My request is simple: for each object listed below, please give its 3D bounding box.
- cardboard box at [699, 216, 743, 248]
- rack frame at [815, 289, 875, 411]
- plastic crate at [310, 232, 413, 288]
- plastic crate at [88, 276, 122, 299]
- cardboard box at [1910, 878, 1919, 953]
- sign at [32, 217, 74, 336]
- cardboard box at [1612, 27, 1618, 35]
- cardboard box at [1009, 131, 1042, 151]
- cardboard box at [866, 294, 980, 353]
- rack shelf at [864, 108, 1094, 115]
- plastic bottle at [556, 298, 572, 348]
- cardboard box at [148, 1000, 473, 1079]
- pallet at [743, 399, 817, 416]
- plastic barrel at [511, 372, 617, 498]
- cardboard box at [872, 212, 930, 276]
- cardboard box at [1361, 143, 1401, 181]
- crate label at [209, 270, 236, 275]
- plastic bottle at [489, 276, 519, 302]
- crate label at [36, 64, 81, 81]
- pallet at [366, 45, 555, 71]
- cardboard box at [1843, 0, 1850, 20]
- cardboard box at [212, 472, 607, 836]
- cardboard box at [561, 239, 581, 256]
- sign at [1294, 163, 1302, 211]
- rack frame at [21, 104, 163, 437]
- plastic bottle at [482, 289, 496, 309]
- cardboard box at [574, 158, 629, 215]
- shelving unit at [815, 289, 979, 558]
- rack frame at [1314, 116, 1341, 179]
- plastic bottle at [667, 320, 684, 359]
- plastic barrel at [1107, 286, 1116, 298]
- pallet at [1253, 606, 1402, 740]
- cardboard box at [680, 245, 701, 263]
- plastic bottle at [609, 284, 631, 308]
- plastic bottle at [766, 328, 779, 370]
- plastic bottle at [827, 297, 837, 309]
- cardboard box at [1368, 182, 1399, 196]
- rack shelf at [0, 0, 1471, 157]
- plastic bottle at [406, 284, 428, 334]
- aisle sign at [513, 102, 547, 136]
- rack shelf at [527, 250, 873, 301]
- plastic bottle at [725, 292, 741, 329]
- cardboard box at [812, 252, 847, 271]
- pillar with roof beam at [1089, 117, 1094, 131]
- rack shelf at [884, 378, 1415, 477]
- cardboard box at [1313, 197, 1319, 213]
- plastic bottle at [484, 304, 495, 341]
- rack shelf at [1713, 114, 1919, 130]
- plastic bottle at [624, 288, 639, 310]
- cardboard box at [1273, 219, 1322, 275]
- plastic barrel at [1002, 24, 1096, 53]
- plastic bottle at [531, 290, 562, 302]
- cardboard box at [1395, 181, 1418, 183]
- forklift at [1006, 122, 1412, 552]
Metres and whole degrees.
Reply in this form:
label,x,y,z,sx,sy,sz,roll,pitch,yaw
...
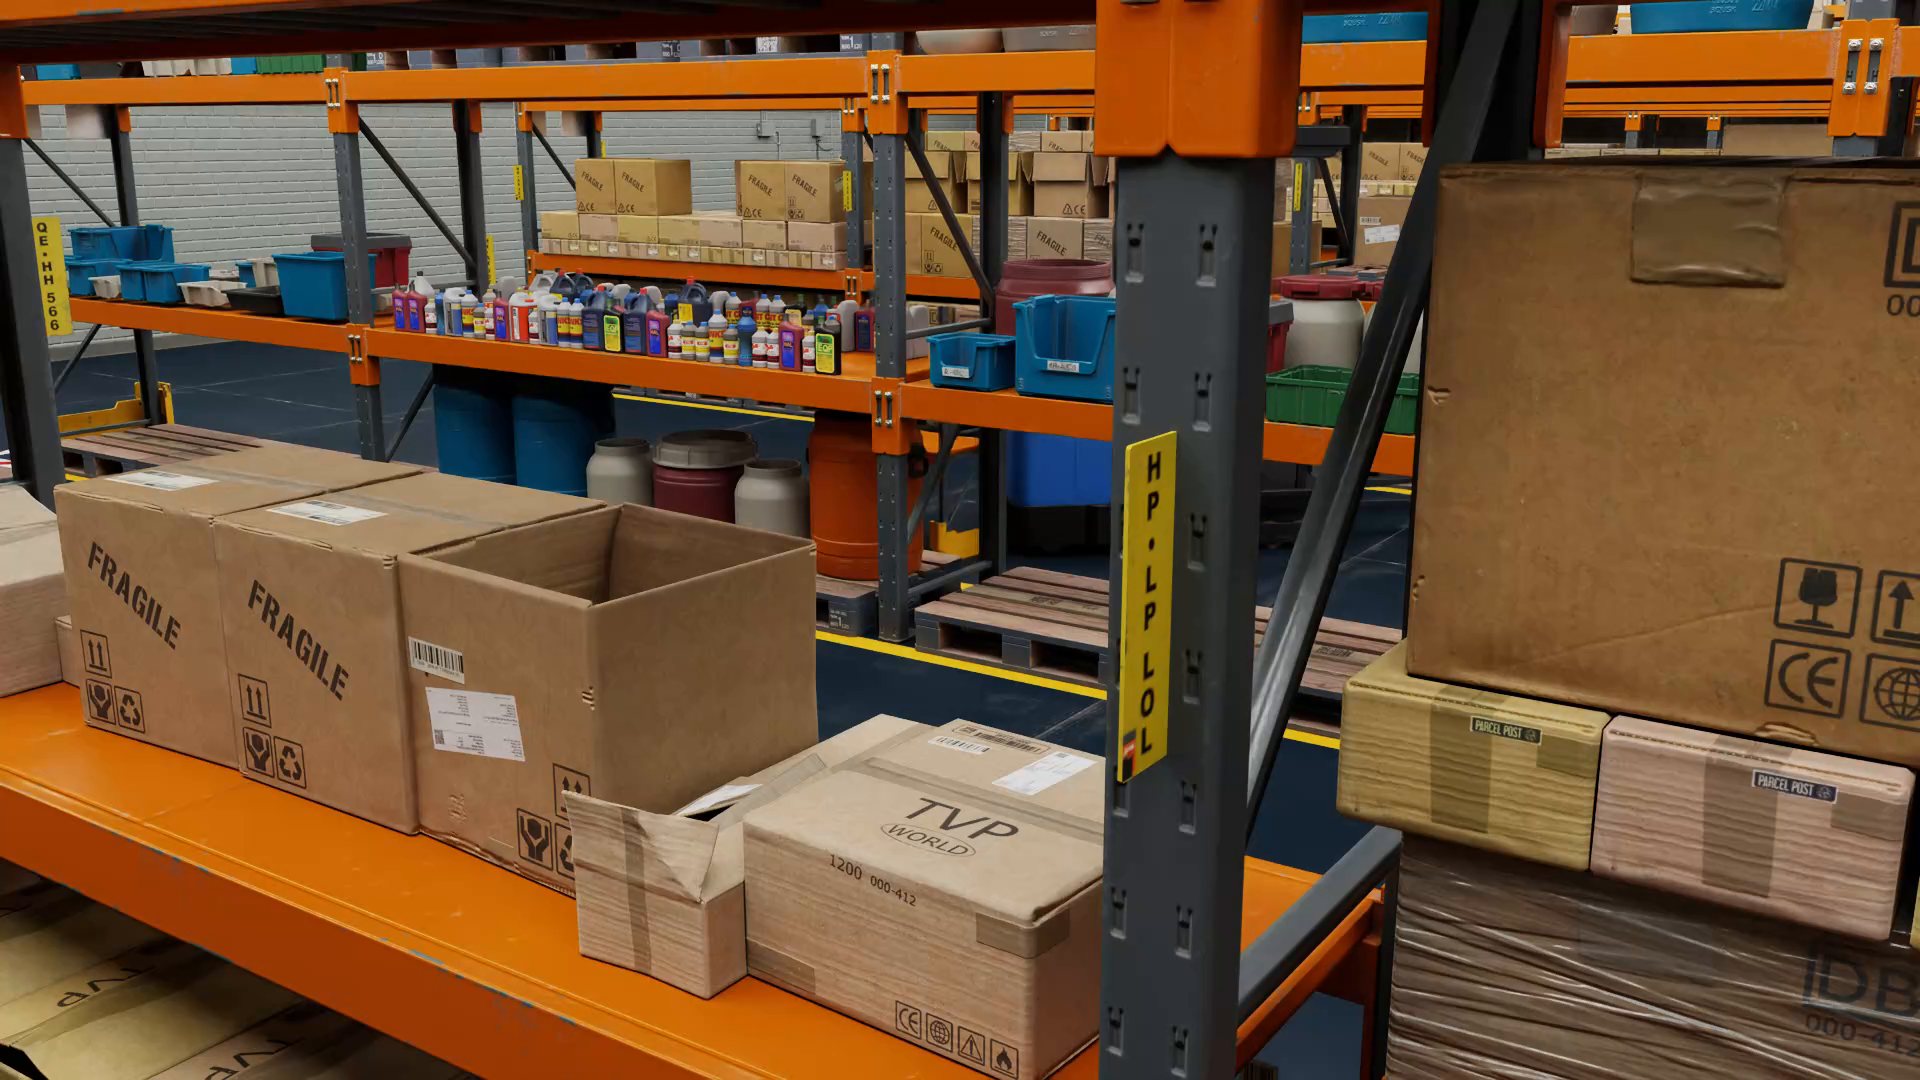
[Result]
label,x,y,z,sx,sy,sz,roll,pitch,yaw
cardboard box,-2.000,-2.786,15.027,0.500,0.250,0.500,10,17,34
rack frame,-0.705,-0.800,10.433,0.032,1.500,0.500,12,18,40
plastic crate,-3.997,-1.812,11.143,0.583,0.464,0.402,9,17,33
plastic crate,-5.912,-1.771,11.657,0.298,0.136,0.250,9,17,33
cardboard box,1.012,0.257,1.485,0.250,0.149,0.380,9,16,31
sign,-2.538,-0.732,4.628,0.005,0.325,0.100,9,17,33
cardboard box,6.017,-4.533,15.254,0.500,0.311,0.500,9,17,33
cardboard box,0.830,-4.372,18.836,0.500,0.500,0.500,10,17,34
cardboard box,-0.090,-1.660,14.336,0.875,0.875,1.225,9,17,33
rack shelf,0.560,-4.920,19.212,4.000,0.370,1.077,9,17,33
plastic bottle,-2.183,-1.205,9.218,0.097,0.271,0.097,0,14,0
cardboard box,-1.285,1.135,3.176,0.500,0.311,0.500,9,16,32
pallet,-1.220,-1.334,15.272,1.213,0.211,1.003,9,17,33
plastic barrel,-2.367,-0.596,9.982,0.708,0.901,0.600,9,17,33
cardboard box,-0.390,-2.507,13.999,0.500,0.500,0.500,9,17,33
cardboard box,5.541,-4.901,21.589,0.500,0.500,0.500,9,17,32
crate label,-5.461,-1.872,12.068,0.243,0.136,0.396,9,17,33
plastic bottle,-2.889,-1.534,10.534,0.135,0.276,0.152,9,17,33
crate label,-6.130,-3.314,11.537,0.502,0.251,0.408,9,17,33
pallet,-2.692,-2.861,9.789,1.003,0.211,1.213,9,17,33
cardboard box,5.671,-3.290,10.039,0.637,0.503,0.797,8,16,30
cardboard box,-1.007,0.185,3.125,0.500,0.500,0.500,9,17,33
cardboard box,-3.627,-2.837,16.063,0.250,0.149,0.380,9,16,32
sign,2.380,-2.484,11.707,0.005,0.325,0.100,9,17,33
rack frame,-6.716,-2.119,12.640,0.127,3.000,1.000,9,17,33
plastic bottle,-2.943,-1.470,10.433,0.097,0.201,0.097,0,14,0
cardboard box,-3.289,-3.357,15.773,0.500,0.500,0.500,9,16,31
shelving unit,-0.331,-0.720,10.111,1.083,1.500,0.587,12,18,40
rack frame,4.899,-4.546,22.444,0.127,3.000,1.000,9,17,33
plastic bottle,-1.494,-1.060,8.776,0.097,0.201,0.097,0,14,0
plastic barrel,0.895,-1.005,7.907,0.421,0.512,0.421,0,14,0
pallet,1.552,0.583,7.528,1.213,0.211,1.003,9,17,33
cardboard box,-2.345,-2.630,15.228,0.250,0.149,0.380,10,17,34
plastic bottle,-2.056,-1.399,9.990,0.135,0.276,0.152,9,17,33
plastic bottle,-0.928,-0.969,8.407,0.097,0.201,0.097,0,14,0
plastic bottle,-0.726,-1.201,9.174,0.133,0.283,0.061,9,17,33
cardboard box,4.228,-3.458,16.461,0.250,0.149,0.380,10,17,34
rack shelf,-1.185,-0.897,2.960,4.000,0.370,1.077,9,17,33
plastic bottle,-3.220,-1.374,9.872,0.133,0.283,0.061,9,17,33
aisle sign,-4.179,-4.318,16.114,0.004,0.787,0.394,9,17,33
rack shelf,-2.292,-2.489,15.632,4.000,0.370,1.077,9,17,33
plastic bottle,-1.295,-1.282,9.526,0.097,0.271,0.097,0,14,0
cardboard box,-1.068,-2.423,14.394,0.250,0.149,0.380,9,17,33
pillar with roof beam,0.210,-8.667,26.610,0.400,9.000,9.100,9,17,33
rack shelf,1.582,-0.428,7.309,4.000,0.370,1.077,9,17,33
cardboard box,3.589,-3.418,16.917,0.250,0.149,0.380,9,16,32
plastic bottle,-2.679,-1.252,9.550,0.097,0.201,0.097,0,14,0
rack shelf,12.644,-5.838,22.920,4.000,0.370,1.077,9,17,33
plastic bottle,-1.918,-1.338,9.755,0.097,0.271,0.097,0,14,0
cardboard box,2.435,-2.201,12.765,0.500,0.500,0.500,10,17,34
plastic barrel,0.483,-2.592,7.265,0.600,0.901,0.600,0,14,0
plastic bottle,-2.372,-1.290,9.551,0.135,0.276,0.152,9,17,33
cardboard box,4.619,-3.585,16.974,0.250,0.149,0.380,8,16,30
forklift,1.725,-1.495,10.262,3.031,2.935,1.130,-2,14,-9
